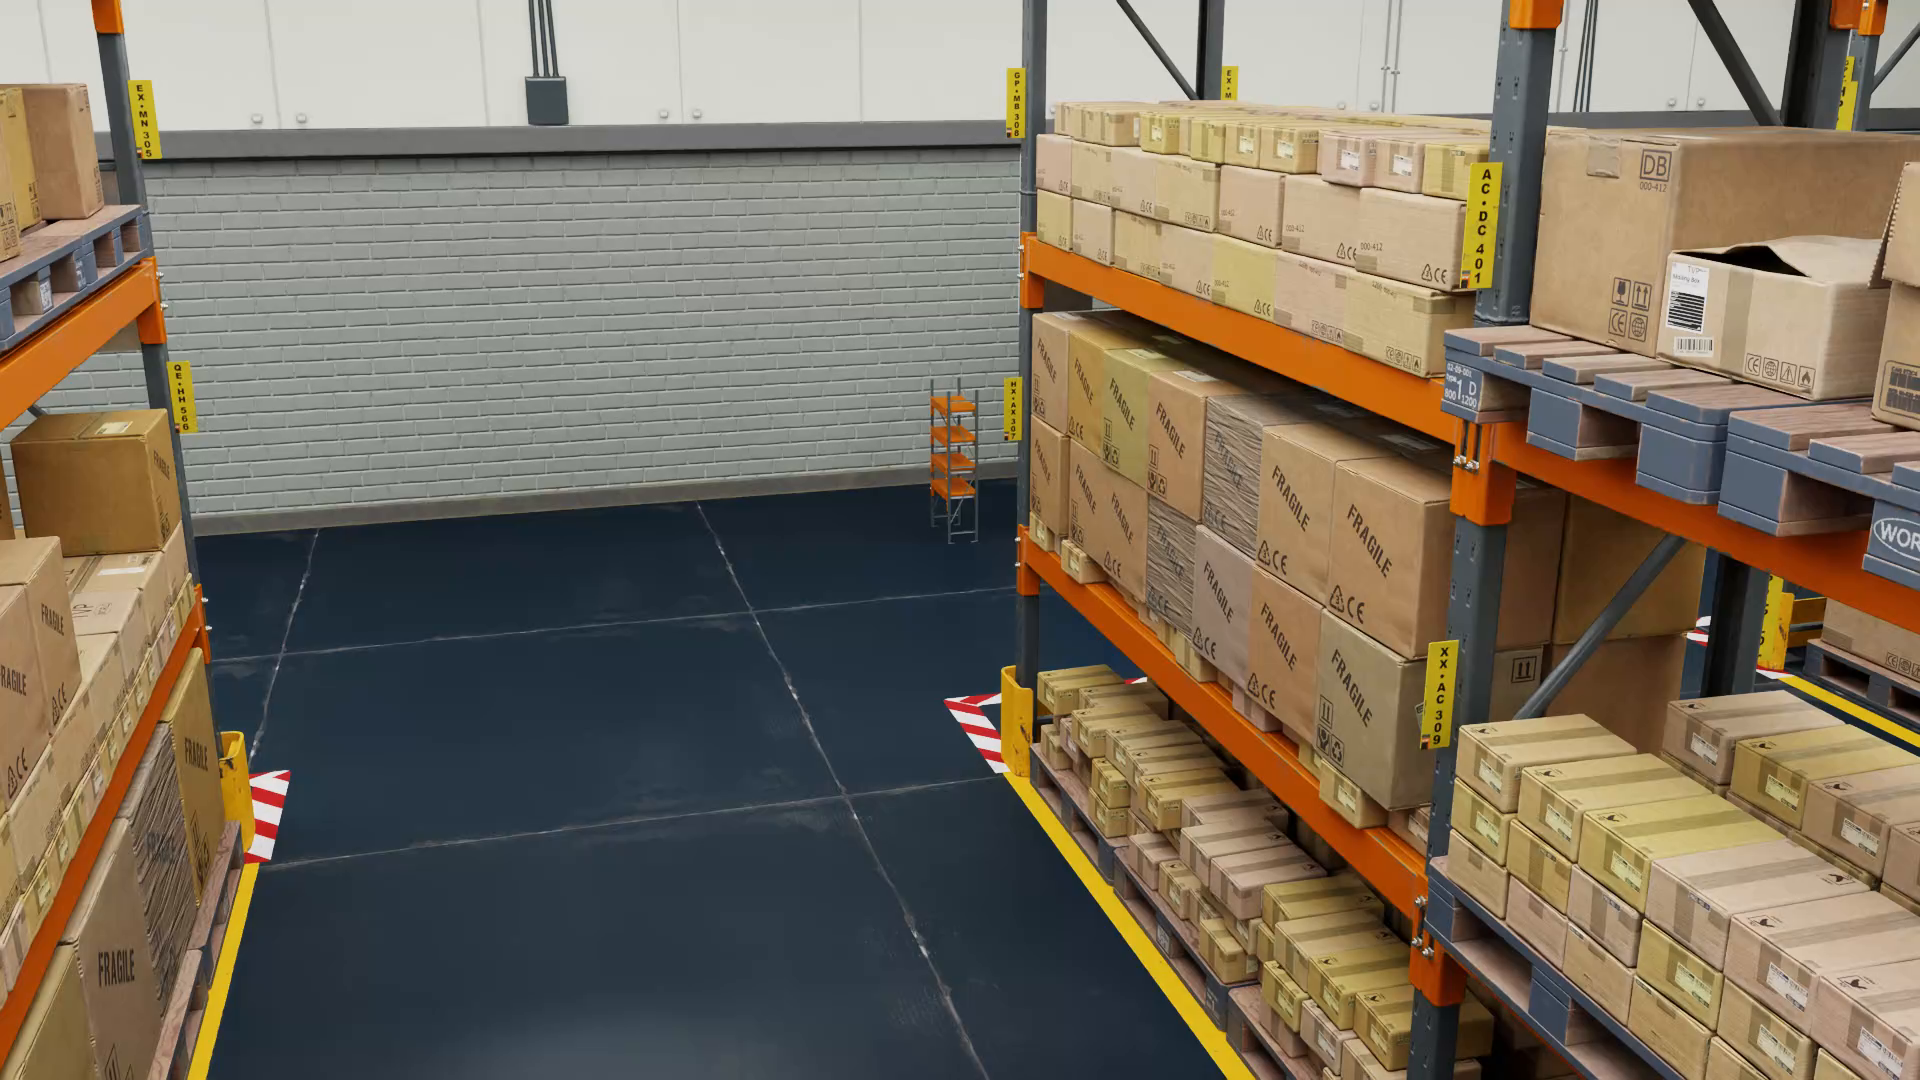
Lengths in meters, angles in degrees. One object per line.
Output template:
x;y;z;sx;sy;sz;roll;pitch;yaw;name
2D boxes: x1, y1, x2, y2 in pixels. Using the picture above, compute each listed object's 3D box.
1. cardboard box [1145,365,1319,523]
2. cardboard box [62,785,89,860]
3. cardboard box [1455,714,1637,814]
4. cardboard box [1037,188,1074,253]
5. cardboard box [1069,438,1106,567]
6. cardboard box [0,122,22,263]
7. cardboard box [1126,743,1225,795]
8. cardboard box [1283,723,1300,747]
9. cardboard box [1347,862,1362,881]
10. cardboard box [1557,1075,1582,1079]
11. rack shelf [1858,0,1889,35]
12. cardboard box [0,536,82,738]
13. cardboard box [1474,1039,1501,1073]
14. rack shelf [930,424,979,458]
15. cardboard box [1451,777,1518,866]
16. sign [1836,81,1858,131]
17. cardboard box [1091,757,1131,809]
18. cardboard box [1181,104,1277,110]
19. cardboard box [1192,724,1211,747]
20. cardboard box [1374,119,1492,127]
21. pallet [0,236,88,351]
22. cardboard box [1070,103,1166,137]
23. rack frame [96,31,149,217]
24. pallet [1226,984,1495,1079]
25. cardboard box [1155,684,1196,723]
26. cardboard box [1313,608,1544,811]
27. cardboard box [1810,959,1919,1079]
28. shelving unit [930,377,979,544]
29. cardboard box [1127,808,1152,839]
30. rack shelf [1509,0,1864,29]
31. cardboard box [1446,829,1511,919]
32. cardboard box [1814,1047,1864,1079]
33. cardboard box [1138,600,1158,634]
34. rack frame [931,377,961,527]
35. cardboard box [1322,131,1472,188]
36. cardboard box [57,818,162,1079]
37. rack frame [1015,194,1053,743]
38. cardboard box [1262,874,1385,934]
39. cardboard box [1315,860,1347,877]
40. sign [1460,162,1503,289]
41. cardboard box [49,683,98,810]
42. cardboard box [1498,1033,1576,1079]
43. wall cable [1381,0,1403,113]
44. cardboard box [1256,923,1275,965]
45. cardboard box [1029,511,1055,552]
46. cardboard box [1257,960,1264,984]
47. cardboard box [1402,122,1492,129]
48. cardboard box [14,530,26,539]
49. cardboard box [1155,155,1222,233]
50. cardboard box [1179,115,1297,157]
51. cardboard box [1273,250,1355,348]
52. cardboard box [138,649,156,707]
1.072;-0.392;6.614;0.500;0.500;0.500;-5;18;-17;cardboard box
-2.954;0.901;5.176;0.380;0.149;0.250;-5;17;-16;cardboard box
1.560;0.593;4.437;0.380;0.149;0.250;-4;17;-12;cardboard box
0.672;-1.514;7.823;0.500;0.250;0.500;-4;17;-13;cardboard box
0.824;-0.191;7.684;0.500;0.500;0.500;-5;17;-15;cardboard box
-3.327;-1.073;5.017;0.700;0.500;0.500;-4;17;-13;cardboard box
0.964;1.044;7.454;0.380;0.149;0.250;-4;17;-13;cardboard box
1.394;0.655;5.994;0.380;0.149;0.250;-5;17;-17;cardboard box
1.777;1.287;6.646;0.380;0.149;0.250;-4;17;-14;cardboard box
1.843;1.675;4.472;0.500;0.250;0.500;-5;18;-18;cardboard box
6.076;-2.496;7.566;1.077;0.370;4.000;-5;17;-15;rack shelf
-3.064;0.315;5.131;0.500;0.500;0.500;-5;18;-17;cardboard box
2.029;1.778;6.045;0.380;0.149;0.250;-4;17;-14;cardboard box
-0.045;-0.770;12.887;0.258;0.148;0.480;-5;17;-15;rack shelf
1.560;0.735;4.480;0.380;0.149;0.250;-4;17;-14;cardboard box
2.426;-1.104;4.617;0.100;0.325;0.005;-5;17;-15;sign
0.831;1.114;7.737;0.380;0.149;0.250;-4;17;-14;cardboard box
1.213;-1.873;7.457;0.380;0.149;0.250;-5;17;-17;cardboard box
1.358;0.996;8.132;0.380;0.149;0.250;-5;18;-18;cardboard box
1.731;-1.449;6.046;0.380;0.149;0.250;-4;17;-12;cardboard box
-3.450;-0.781;5.277;1.003;0.211;1.213;-5;17;-15;pallet
0.717;-1.909;7.577;0.380;0.149;0.250;-4;17;-13;cardboard box
-4.002;-2.802;6.638;1.000;3.000;0.127;-5;17;-15;rack frame
1.675;1.966;6.041;1.003;0.211;1.213;-5;17;-15;pallet
1.197;0.787;8.311;0.380;0.149;0.250;-4;17;-14;cardboard box
1.489;0.511;5.344;0.500;0.500;0.500;-5;17;-15;cardboard box
1.916;0.950;3.247;0.380;0.149;0.250;-4;17;-13;cardboard box
-0.045;-0.620;12.932;0.258;1.200;0.503;-5;17;-15;shelving unit
0.983;1.318;7.577;0.380;0.149;0.250;-5;17;-15;cardboard box
2.443;-0.971;2.487;1.077;0.370;4.000;-5;17;-15;rack shelf
1.560;0.878;4.522;0.380;0.149;0.250;-6;18;-18;cardboard box
1.925;1.098;3.273;0.380;0.149;0.250;-5;17;-16;cardboard box
0.995;0.297;7.187;0.380;0.149;0.250;-5;17;-16;cardboard box
-0.113;-0.688;13.157;0.240;1.200;0.015;-5;17;-15;rack frame
1.355;-1.183;5.162;0.380;0.149;0.250;-5;17;-15;cardboard box
-3.255;1.556;5.521;0.875;0.875;0.875;-5;17;-15;cardboard box
0.794;-0.293;8.714;1.000;3.000;0.127;-5;17;-15;rack frame
1.366;1.401;6.265;0.380;0.149;0.250;-4;17;-13;cardboard box
1.711;1.354;6.938;0.380;0.149;0.250;-5;17;-16;cardboard box
1.374;-0.826;4.375;0.100;0.325;0.005;-5;17;-15;sign
-3.060;0.675;5.233;0.500;0.250;0.500;-4;17;-14;cardboard box
2.102;1.709;5.756;0.380;0.149;0.250;-4;17;-13;cardboard box
3.692;-5.137;14.411;0.463;3.000;0.029;-5;17;-15;wall cable
1.350;1.549;6.289;0.380;0.149;0.250;-5;17;-15;cardboard box
0.568;-0.057;8.365;0.380;0.149;0.250;-5;17;-16;cardboard box
1.377;1.667;6.414;0.380;0.149;0.250;-5;17;-17;cardboard box
1.762;-1.370;5.783;0.380;0.149;0.250;-5;18;-17;cardboard box
-4.130;0.155;6.967;0.500;0.250;0.500;-5;17;-17;cardboard box
1.077;-1.331;6.345;0.500;0.250;0.500;-5;18;-17;cardboard box
1.063;-1.549;6.378;0.380;0.149;0.250;-4;17;-13;cardboard box
1.373;-0.805;5.464;0.500;0.250;0.500;-5;17;-15;cardboard box
-3.306;0.546;6.356;0.380;0.149;0.250;-5;17;-16;cardboard box
